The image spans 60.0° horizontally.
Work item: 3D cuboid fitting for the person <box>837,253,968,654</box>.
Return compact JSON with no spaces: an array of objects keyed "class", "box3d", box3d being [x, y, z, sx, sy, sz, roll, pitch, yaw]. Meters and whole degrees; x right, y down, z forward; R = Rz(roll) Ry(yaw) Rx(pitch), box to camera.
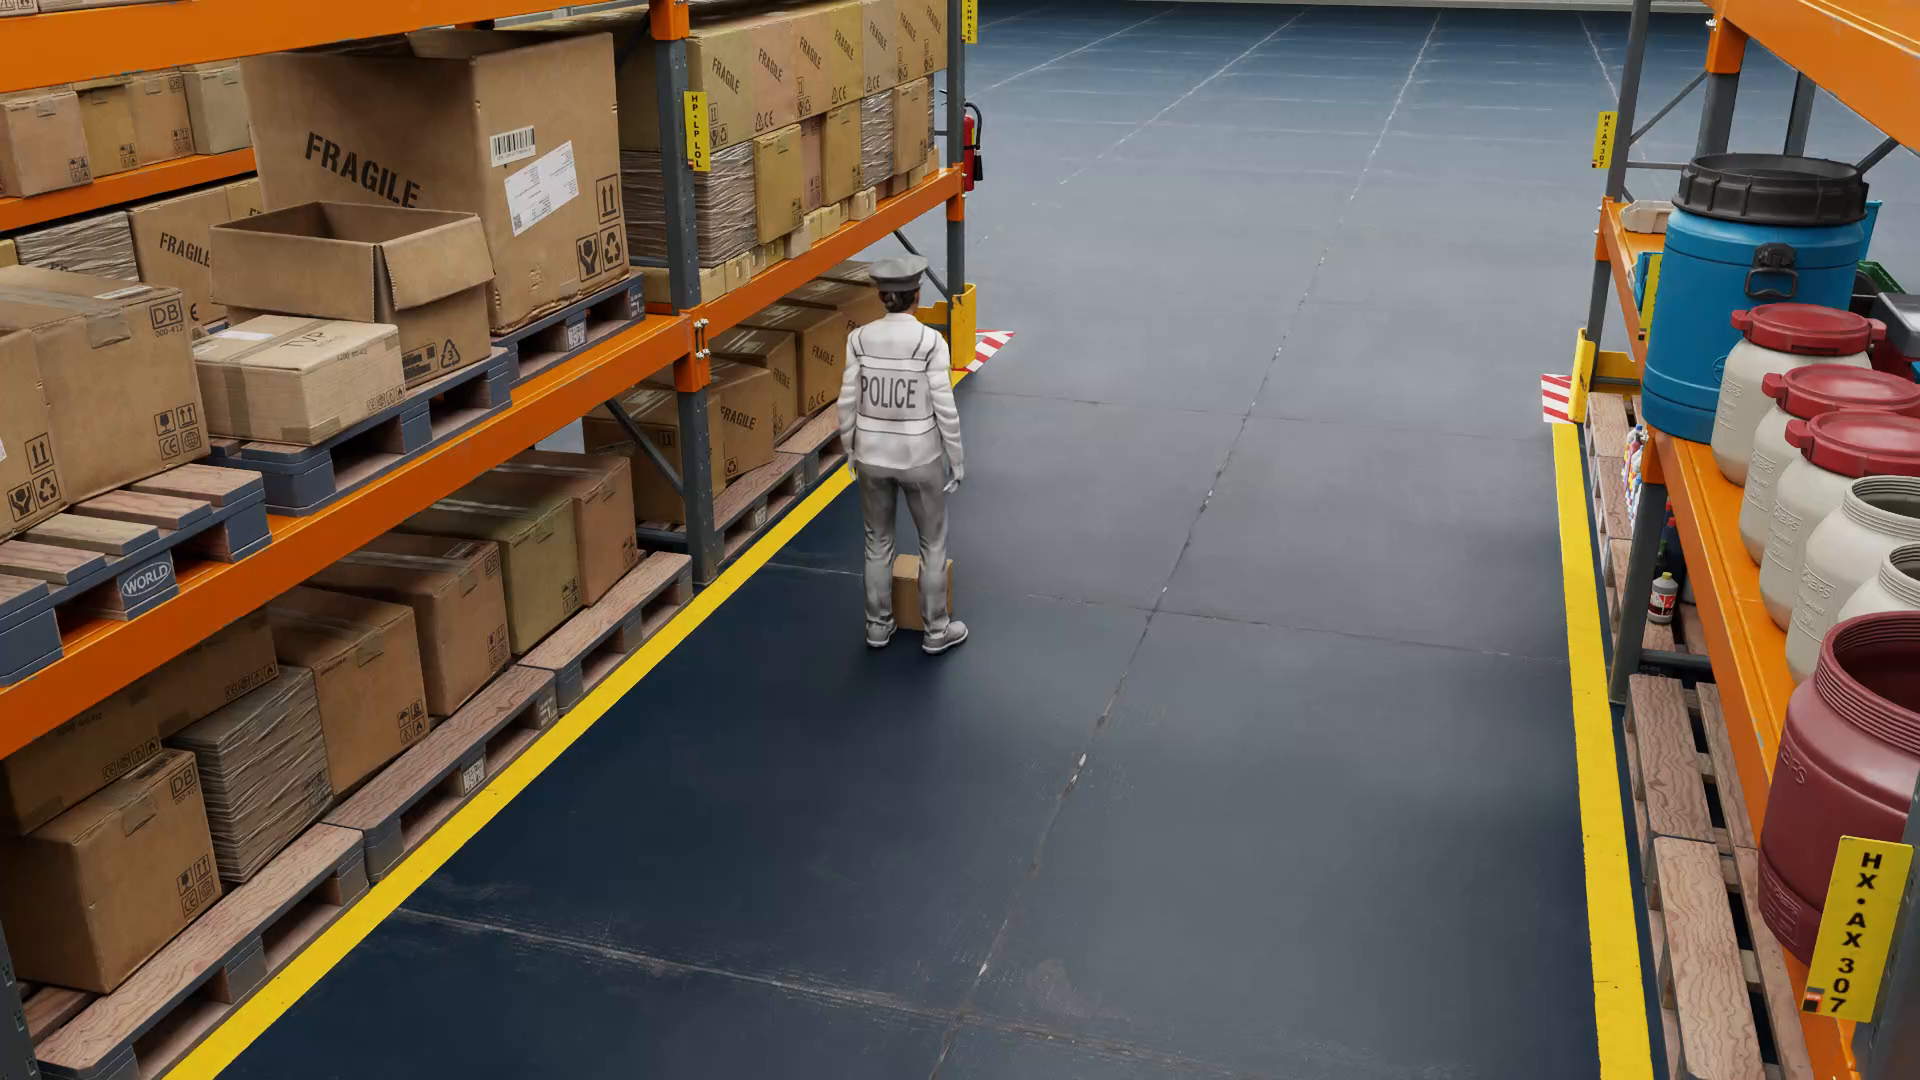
[{"class":"person","box3d":[-0.243,-0.332,6.901,0.530,1.664,0.371,7,23,16]}]
